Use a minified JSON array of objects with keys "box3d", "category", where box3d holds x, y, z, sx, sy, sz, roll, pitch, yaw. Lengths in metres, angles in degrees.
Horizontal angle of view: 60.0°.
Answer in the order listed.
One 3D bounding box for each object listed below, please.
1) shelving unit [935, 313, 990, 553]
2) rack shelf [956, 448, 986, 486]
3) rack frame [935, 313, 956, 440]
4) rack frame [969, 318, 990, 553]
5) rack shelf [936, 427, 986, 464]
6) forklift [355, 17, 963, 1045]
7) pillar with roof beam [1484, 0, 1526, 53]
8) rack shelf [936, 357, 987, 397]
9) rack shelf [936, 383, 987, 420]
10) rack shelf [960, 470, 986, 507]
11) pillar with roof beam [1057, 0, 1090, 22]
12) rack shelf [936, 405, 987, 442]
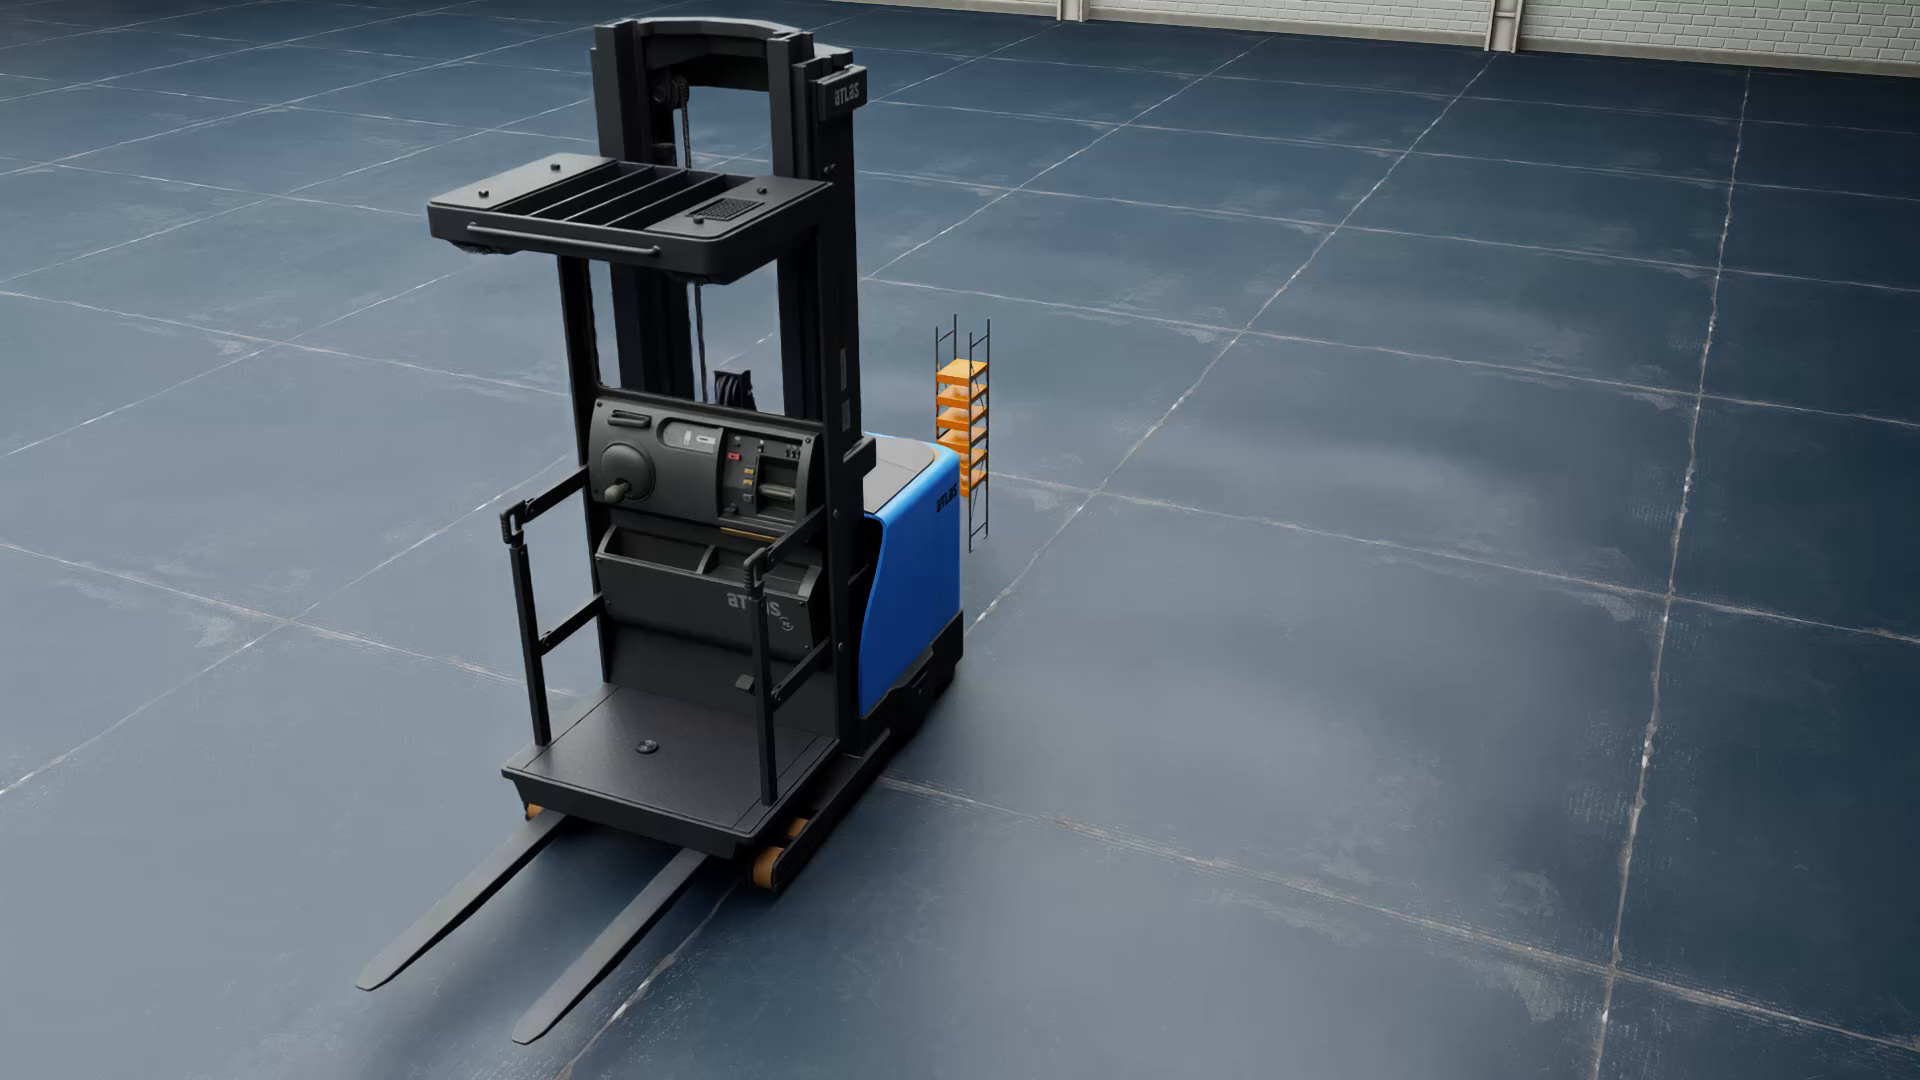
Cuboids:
[{"box3d":[0.013,-0.536,8.480,0.189,1.200,0.258,11,28,22],"category":"shelving unit"},{"box3d":[0.013,-0.388,8.552,0.180,0.103,0.258,11,28,22],"category":"rack shelf"},{"box3d":[-0.070,-0.552,8.514,0.006,1.200,0.240,11,28,22],"category":"rack frame"},{"box3d":[0.096,-0.519,8.446,0.006,1.200,0.240,11,28,22],"category":"rack frame"},{"box3d":[0.013,-0.496,8.499,0.180,0.103,0.258,11,28,22],"category":"rack shelf"},{"box3d":[-1.036,-0.239,5.917,1.130,2.935,3.031,11,28,21],"category":"forklift"},{"box3d":[5.317,-8.735,16.305,0.400,9.000,9.100,11,28,22],"category":"pillar with roof beam"},{"box3d":[0.013,-0.819,8.340,0.180,0.103,0.258,11,28,22],"category":"rack shelf"},{"box3d":[0.013,-0.711,8.393,0.180,0.103,0.258,11,28,22],"category":"rack shelf"},{"box3d":[0.013,-0.280,8.605,0.180,0.103,0.258,11,28,22],"category":"rack shelf"},{"box3d":[-0.144,-9.832,18.533,0.400,9.000,9.100,11,28,22],"category":"pillar with roof beam"},{"box3d":[0.013,-0.603,8.446,0.180,0.103,0.258,11,28,22],"category":"rack shelf"}]
